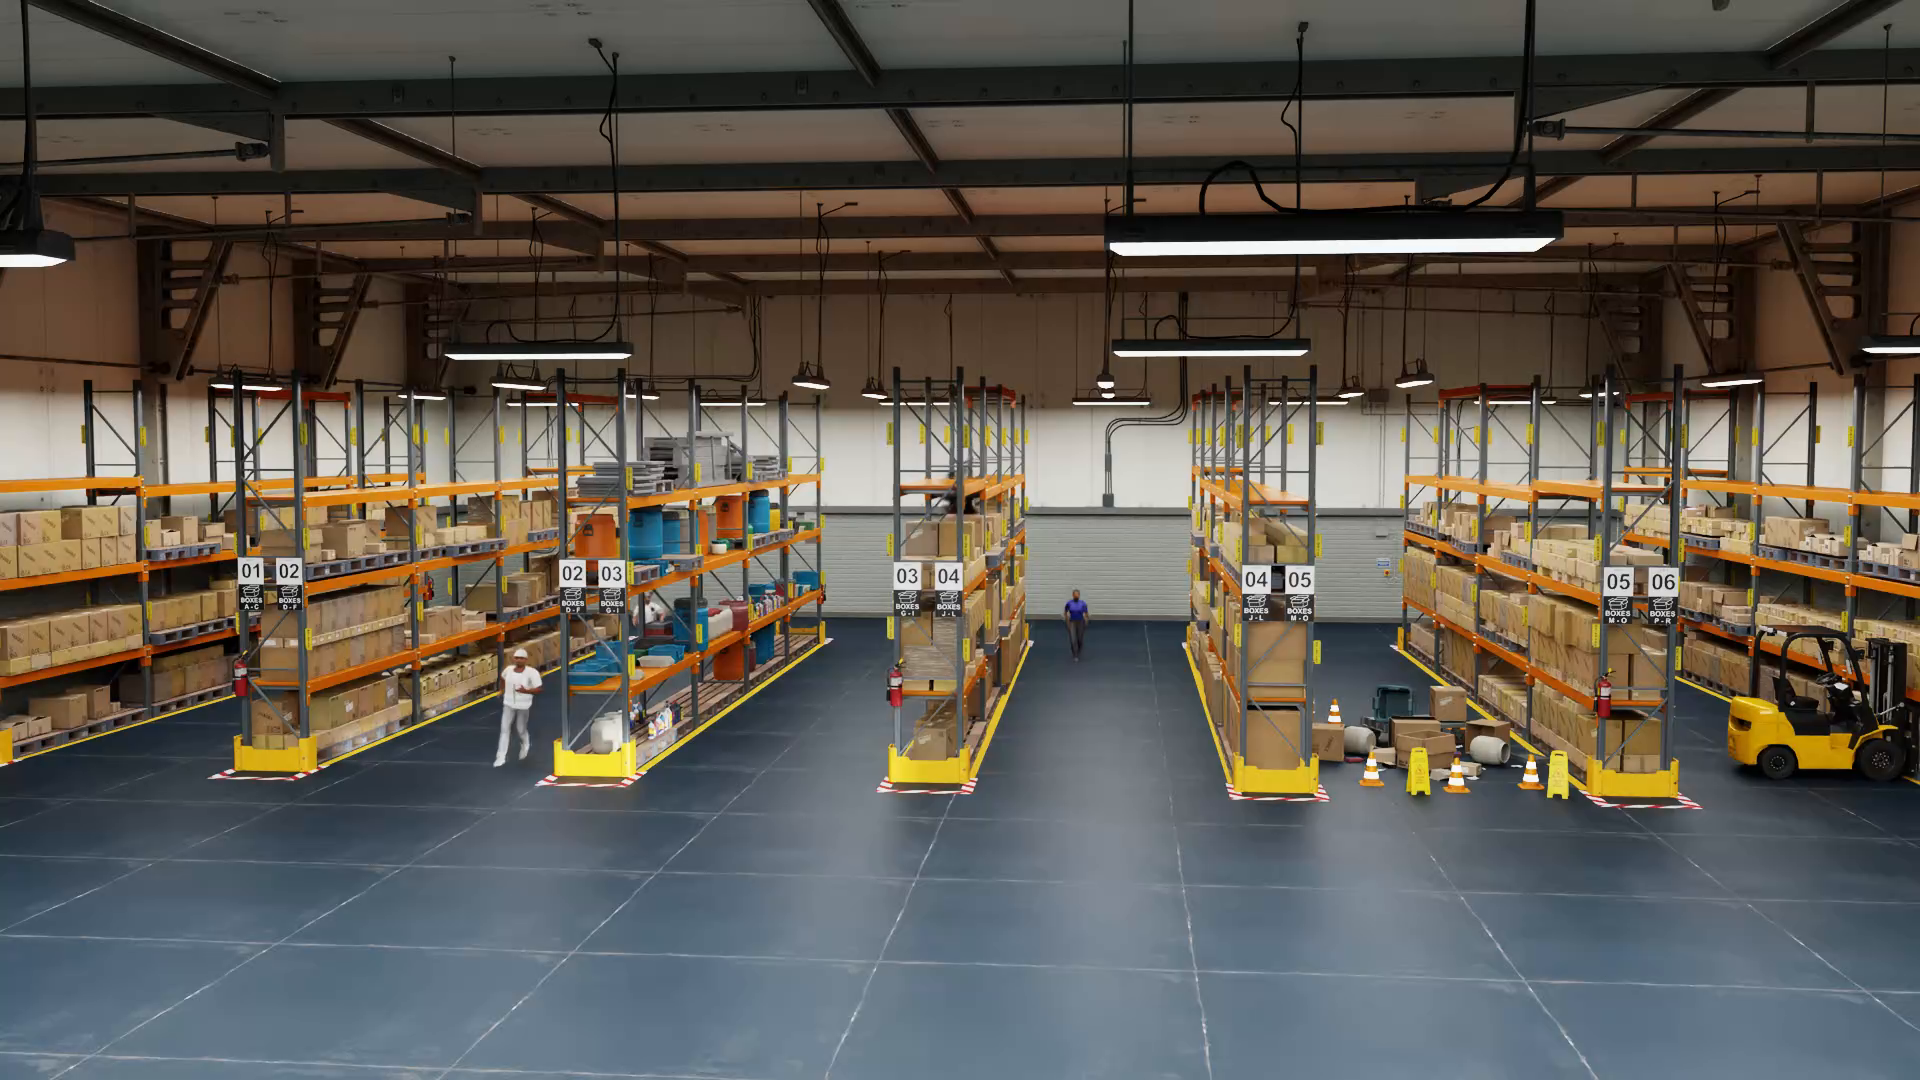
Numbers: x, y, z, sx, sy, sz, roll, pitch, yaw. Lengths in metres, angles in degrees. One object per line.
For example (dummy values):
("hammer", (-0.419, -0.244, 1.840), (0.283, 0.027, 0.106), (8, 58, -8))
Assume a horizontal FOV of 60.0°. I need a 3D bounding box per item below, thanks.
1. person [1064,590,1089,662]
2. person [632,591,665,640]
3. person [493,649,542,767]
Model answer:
("person", (2.593, 1.899, 37.177), (0.559, 1.612, 0.681), (0, 4, 3))
("person", (-6.652, 1.937, 35.439), (0.677, 1.758, 0.895), (0, 4, 2))
("person", (-6.684, 2.512, 25.195), (0.713, 1.741, 1.050), (0, 4, 2))
